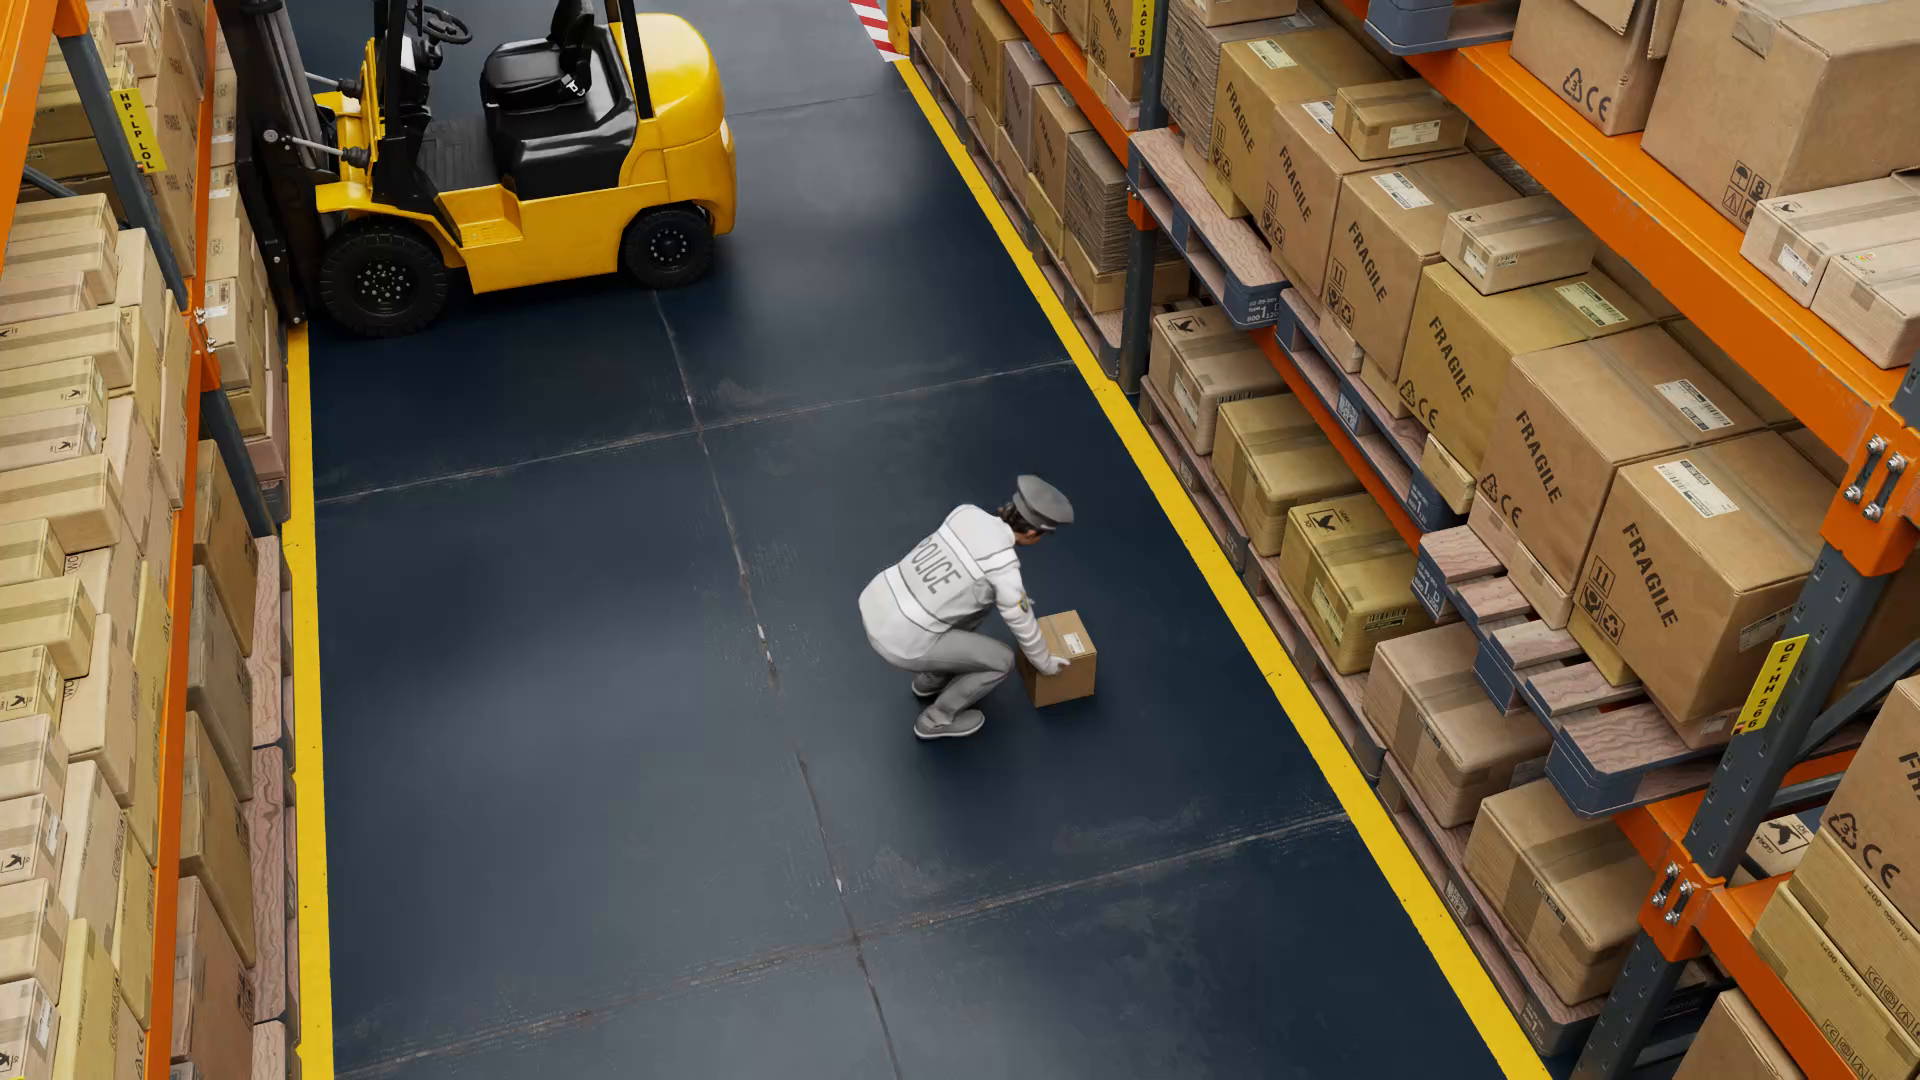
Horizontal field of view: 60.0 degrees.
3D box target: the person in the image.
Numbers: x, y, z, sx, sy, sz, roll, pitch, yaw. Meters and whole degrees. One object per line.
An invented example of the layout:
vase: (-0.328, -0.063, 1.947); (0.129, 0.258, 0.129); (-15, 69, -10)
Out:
person: (0.028, 0.248, 6.365); (0.836, 1.028, 0.498); (-12, 44, -13)
